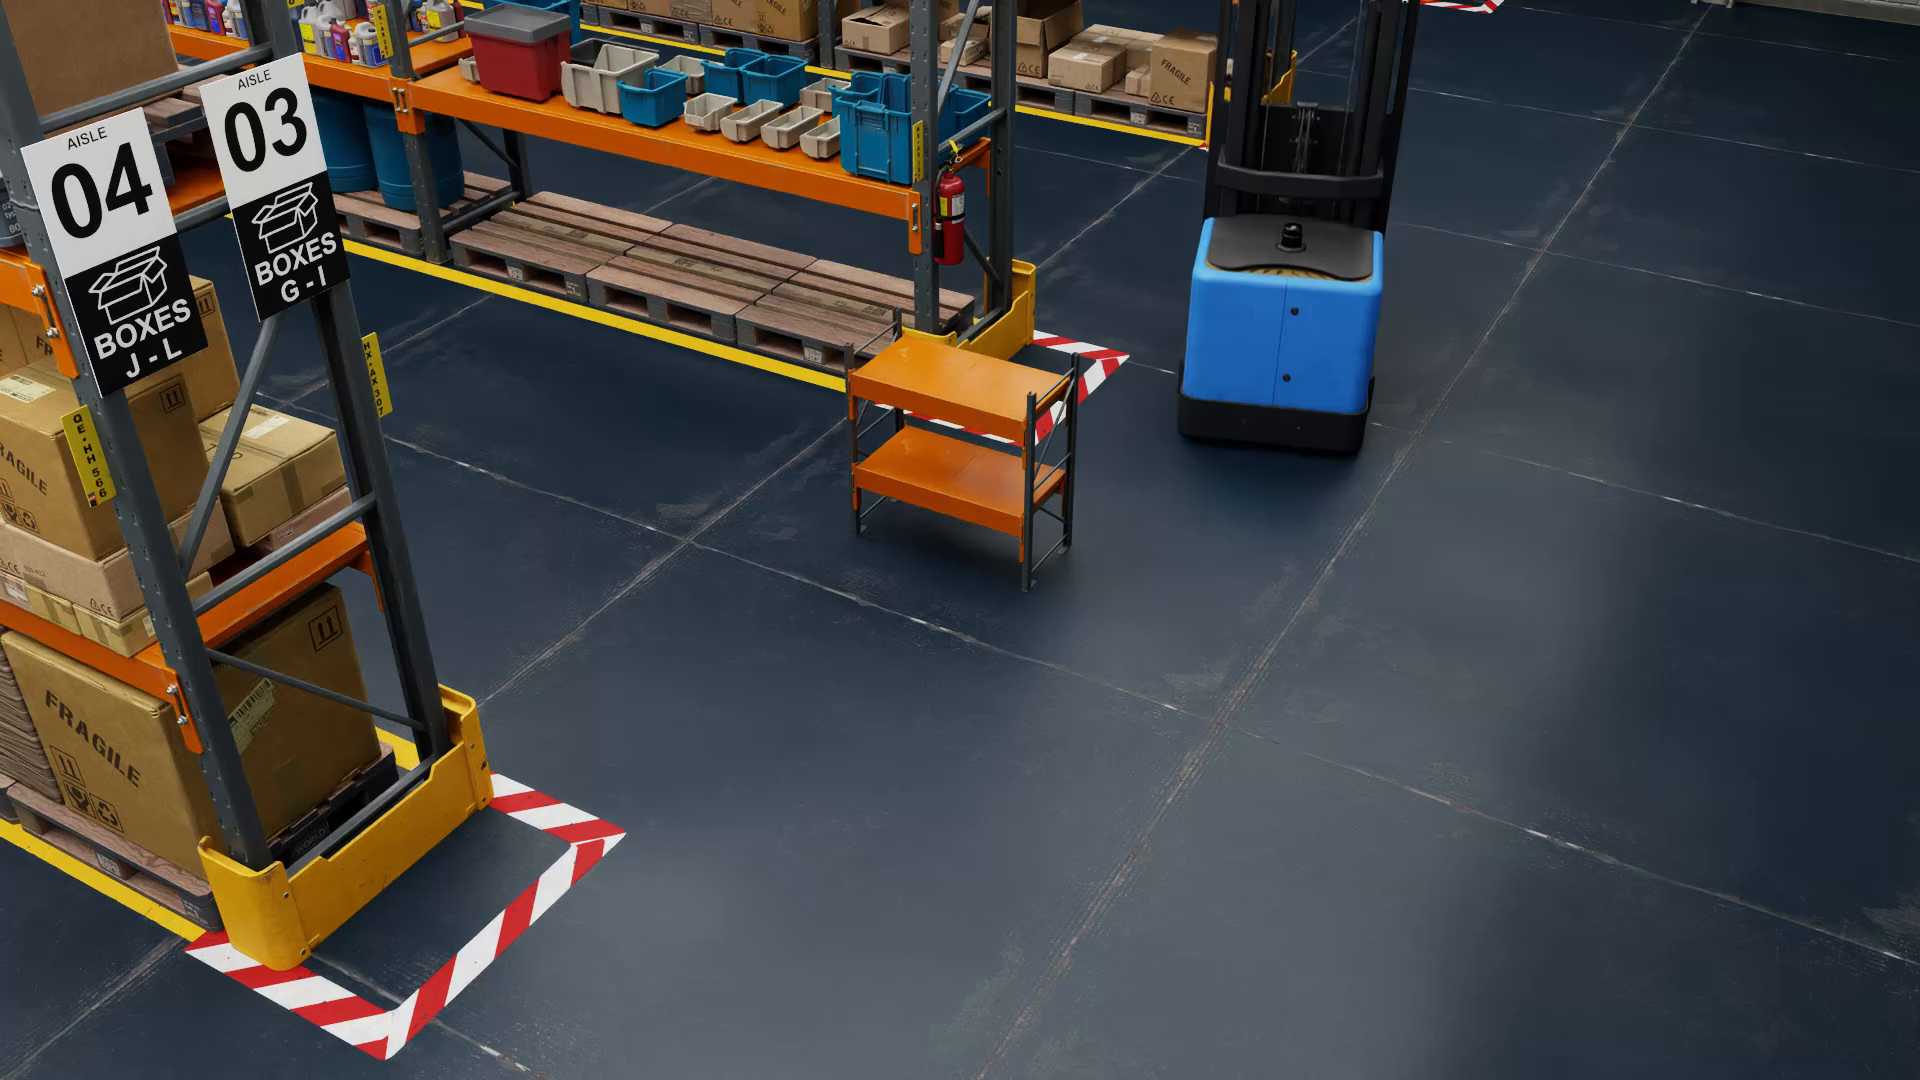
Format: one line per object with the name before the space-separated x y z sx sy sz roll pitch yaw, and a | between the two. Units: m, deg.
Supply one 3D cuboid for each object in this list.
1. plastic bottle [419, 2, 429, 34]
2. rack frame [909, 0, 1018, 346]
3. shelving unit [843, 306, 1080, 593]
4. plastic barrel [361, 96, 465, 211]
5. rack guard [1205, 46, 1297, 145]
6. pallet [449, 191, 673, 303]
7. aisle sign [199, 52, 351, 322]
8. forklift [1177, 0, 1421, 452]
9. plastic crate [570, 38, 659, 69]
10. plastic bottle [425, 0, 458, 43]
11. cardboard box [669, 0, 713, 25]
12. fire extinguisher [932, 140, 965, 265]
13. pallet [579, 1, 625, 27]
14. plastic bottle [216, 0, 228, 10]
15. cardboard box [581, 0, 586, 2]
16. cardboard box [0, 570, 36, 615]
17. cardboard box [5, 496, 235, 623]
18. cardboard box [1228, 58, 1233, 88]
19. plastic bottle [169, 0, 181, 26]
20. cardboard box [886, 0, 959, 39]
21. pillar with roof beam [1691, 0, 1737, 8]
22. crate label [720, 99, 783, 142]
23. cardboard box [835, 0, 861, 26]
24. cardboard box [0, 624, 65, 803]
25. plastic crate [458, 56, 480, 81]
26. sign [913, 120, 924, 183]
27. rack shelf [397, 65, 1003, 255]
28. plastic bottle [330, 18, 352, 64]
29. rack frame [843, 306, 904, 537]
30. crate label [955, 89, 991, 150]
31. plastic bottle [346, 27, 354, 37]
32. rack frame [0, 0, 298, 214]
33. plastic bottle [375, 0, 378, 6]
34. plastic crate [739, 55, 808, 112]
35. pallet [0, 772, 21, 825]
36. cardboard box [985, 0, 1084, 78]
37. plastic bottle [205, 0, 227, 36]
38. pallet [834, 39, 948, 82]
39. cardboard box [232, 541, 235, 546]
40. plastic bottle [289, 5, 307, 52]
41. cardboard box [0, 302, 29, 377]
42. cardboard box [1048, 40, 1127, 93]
plastic bottle | -3.773 -3.703 11.784 0.097 0.201 0.097 0 34 0
rack frame | 0.031 -2.320 9.528 0.127 3.000 1.000 18 37 24
shelving unit | 0.006 -0.466 8.435 1.048 1.125 0.538 18 37 24
plastic barrel | -3.905 -2.879 11.882 0.708 0.901 0.600 18 37 24
rack guard | 2.427 -3.683 13.830 0.348 0.500 1.175 18 37 24
pallet | -2.784 -2.076 11.677 1.213 0.211 1.003 18 37 24
aisle sign | -2.215 -1.143 5.415 0.004 0.787 0.394 18 37 24
forklift | 2.060 -2.526 9.900 1.130 2.935 3.031 7 34 10
plastic crate | -2.336 -3.152 10.971 0.590 0.125 0.437 18 37 24
plastic bottle | -3.621 -3.663 11.590 0.185 0.351 0.144 18 37 24
cardboard box | -2.411 -5.221 15.743 0.500 0.500 0.500 18 38 25
fire extinguisher | -0.063 -1.872 9.262 0.183 0.674 0.296 18 37 24
pallet | -3.824 -5.519 16.847 1.213 0.211 1.003 18 37 24
plastic bottle | -5.217 -3.744 11.782 0.097 0.271 0.097 0 34 0
cardboard box | -3.743 -5.641 16.374 0.500 0.500 0.500 16 37 23
cardboard box | -3.344 0.088 6.138 0.250 0.149 0.380 18 38 25
cardboard box | -2.979 -0.004 5.916 0.500 0.250 0.500 17 37 24
cardboard box | 2.299 -3.980 14.195 0.250 0.149 0.380 18 37 24
plastic bottle | -5.609 -3.829 11.910 0.097 0.271 0.097 0 34 0
cardboard box | -0.345 -4.925 15.298 0.500 0.500 0.500 18 37 24
pillar with roof beam | 5.584 -7.187 11.423 0.400 9.000 9.100 18 37 24
crate label | -1.265 -2.524 10.018 0.243 0.136 0.396 18 37 24
cardboard box | -1.279 -5.196 15.704 0.500 0.500 0.500 16 37 22
cardboard box | -3.812 0.385 7.003 0.875 0.875 0.875 18 37 24
plastic crate | -3.108 -3.139 10.941 0.243 0.136 0.396 18 37 24
sign | -0.227 -2.119 9.078 0.005 0.325 0.100 18 37 24
rack shelf | -1.705 -2.571 10.553 4.000 0.370 1.077 18 37 24
plastic bottle | -4.167 -3.366 11.204 0.133 0.283 0.061 18 37 24
rack frame | -0.435 -0.606 8.645 0.032 1.125 0.500 18 37 24
crate label | -0.020 -2.502 9.897 0.303 0.233 0.416 18 37 24
plastic bottle | -4.144 -3.375 11.291 0.097 0.201 0.097 0 34 0
rack frame | -2.426 -2.434 4.286 0.127 3.000 1.000 18 37 24
plastic bottle | -4.144 -3.821 11.960 0.097 0.201 0.097 0 34 0
plastic crate | -1.163 -2.864 10.441 0.300 0.233 0.416 18 37 24
pallet | -4.214 0.706 7.500 1.213 0.211 1.003 18 37 24
cardboard box | 0.653 -4.433 14.556 0.637 0.503 0.797 18 37 24
plastic bottle | -5.241 -3.706 11.714 0.133 0.283 0.061 18 37 24
pallet | -0.385 -4.453 15.246 1.213 0.211 1.003 18 37 24
cardboard box | -2.794 -0.158 6.508 0.250 0.149 0.380 17 37 24
plastic bottle | -4.562 -3.546 11.413 0.185 0.351 0.144 18 37 24
cardboard box | -3.596 -0.849 6.509 0.500 0.500 0.500 17 37 23
cardboard box | 1.088 -4.048 14.206 0.500 0.250 0.500 18 37 24
